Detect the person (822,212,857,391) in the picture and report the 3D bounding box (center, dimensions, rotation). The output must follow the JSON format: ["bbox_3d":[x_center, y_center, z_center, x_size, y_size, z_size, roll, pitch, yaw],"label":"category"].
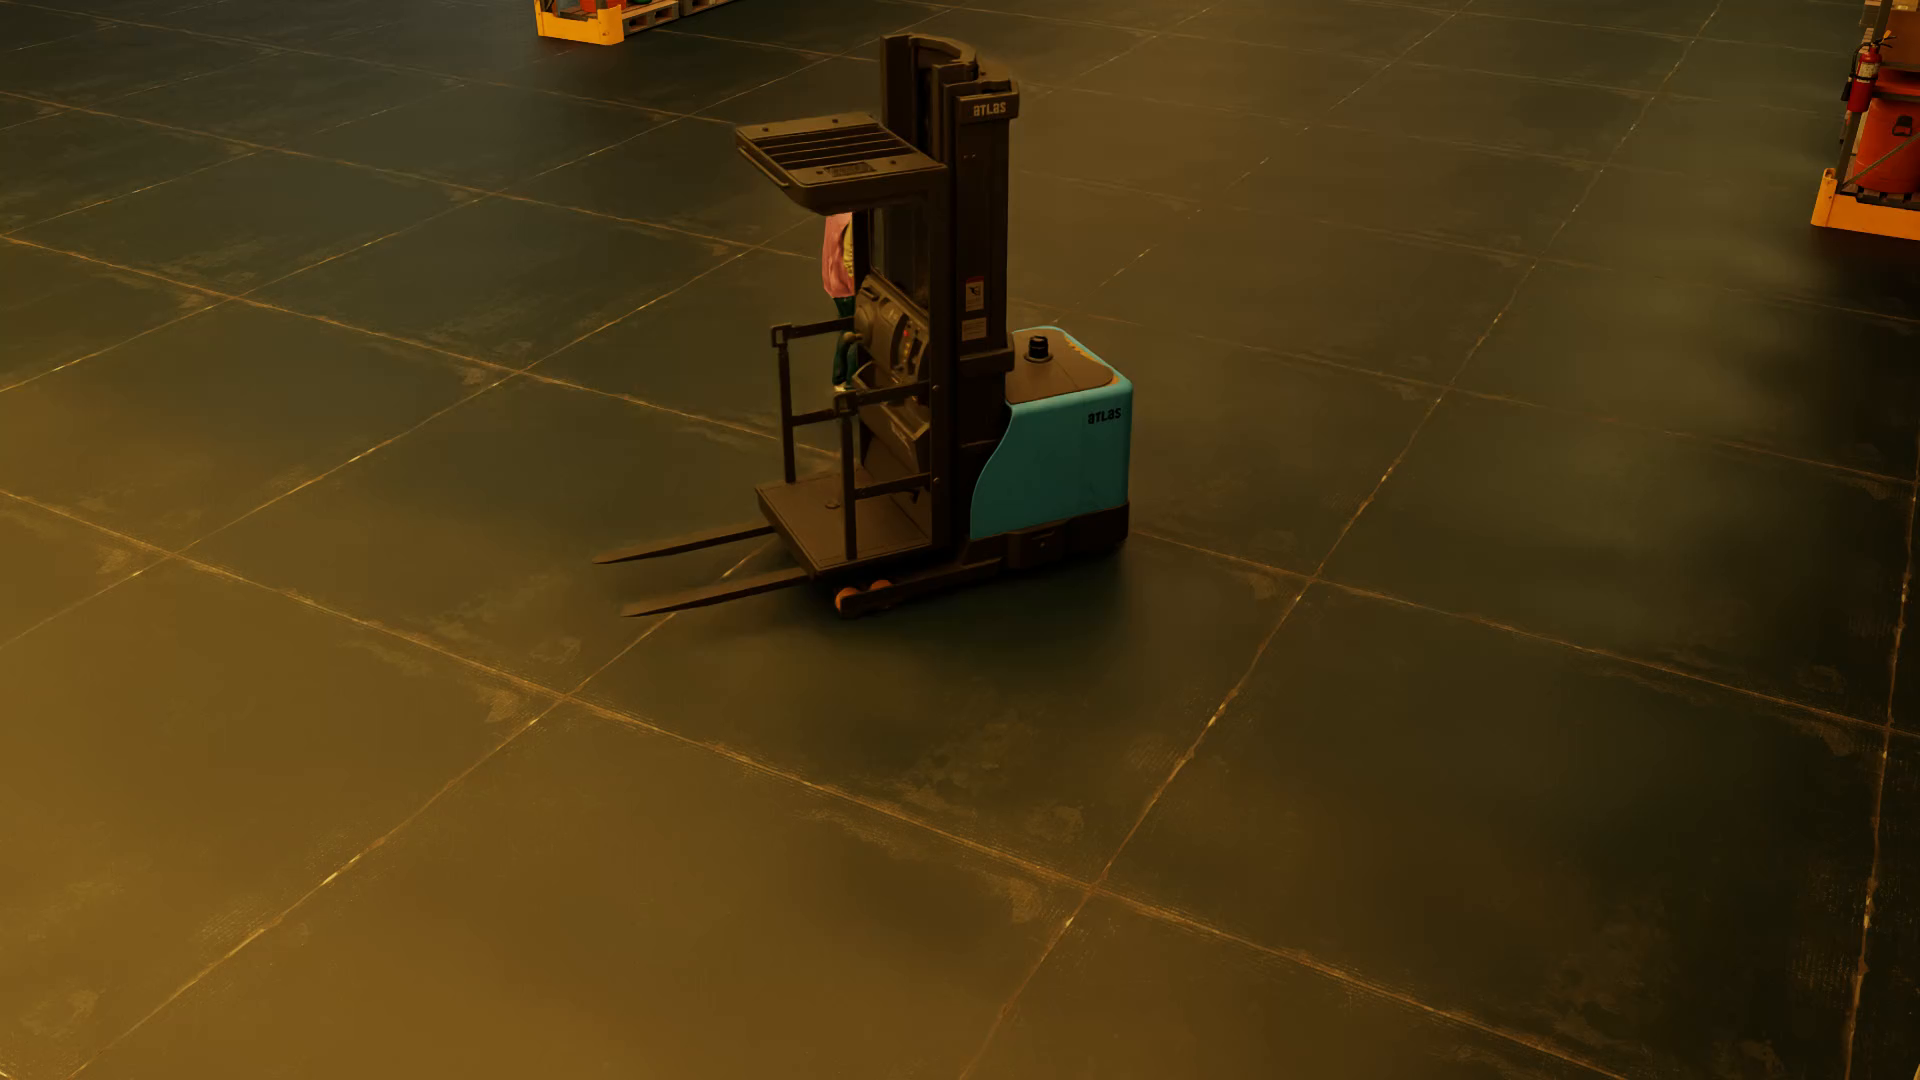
[{"bbox_3d":[-0.748,-1.729,11.407,0.357,1.592,0.491,-11,32,-19],"label":"person"}]

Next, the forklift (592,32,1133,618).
[{"bbox_3d":[-0.563,-1.138,9.042,3.031,2.935,1.130,-13,32,-21],"label":"forklift"}]
